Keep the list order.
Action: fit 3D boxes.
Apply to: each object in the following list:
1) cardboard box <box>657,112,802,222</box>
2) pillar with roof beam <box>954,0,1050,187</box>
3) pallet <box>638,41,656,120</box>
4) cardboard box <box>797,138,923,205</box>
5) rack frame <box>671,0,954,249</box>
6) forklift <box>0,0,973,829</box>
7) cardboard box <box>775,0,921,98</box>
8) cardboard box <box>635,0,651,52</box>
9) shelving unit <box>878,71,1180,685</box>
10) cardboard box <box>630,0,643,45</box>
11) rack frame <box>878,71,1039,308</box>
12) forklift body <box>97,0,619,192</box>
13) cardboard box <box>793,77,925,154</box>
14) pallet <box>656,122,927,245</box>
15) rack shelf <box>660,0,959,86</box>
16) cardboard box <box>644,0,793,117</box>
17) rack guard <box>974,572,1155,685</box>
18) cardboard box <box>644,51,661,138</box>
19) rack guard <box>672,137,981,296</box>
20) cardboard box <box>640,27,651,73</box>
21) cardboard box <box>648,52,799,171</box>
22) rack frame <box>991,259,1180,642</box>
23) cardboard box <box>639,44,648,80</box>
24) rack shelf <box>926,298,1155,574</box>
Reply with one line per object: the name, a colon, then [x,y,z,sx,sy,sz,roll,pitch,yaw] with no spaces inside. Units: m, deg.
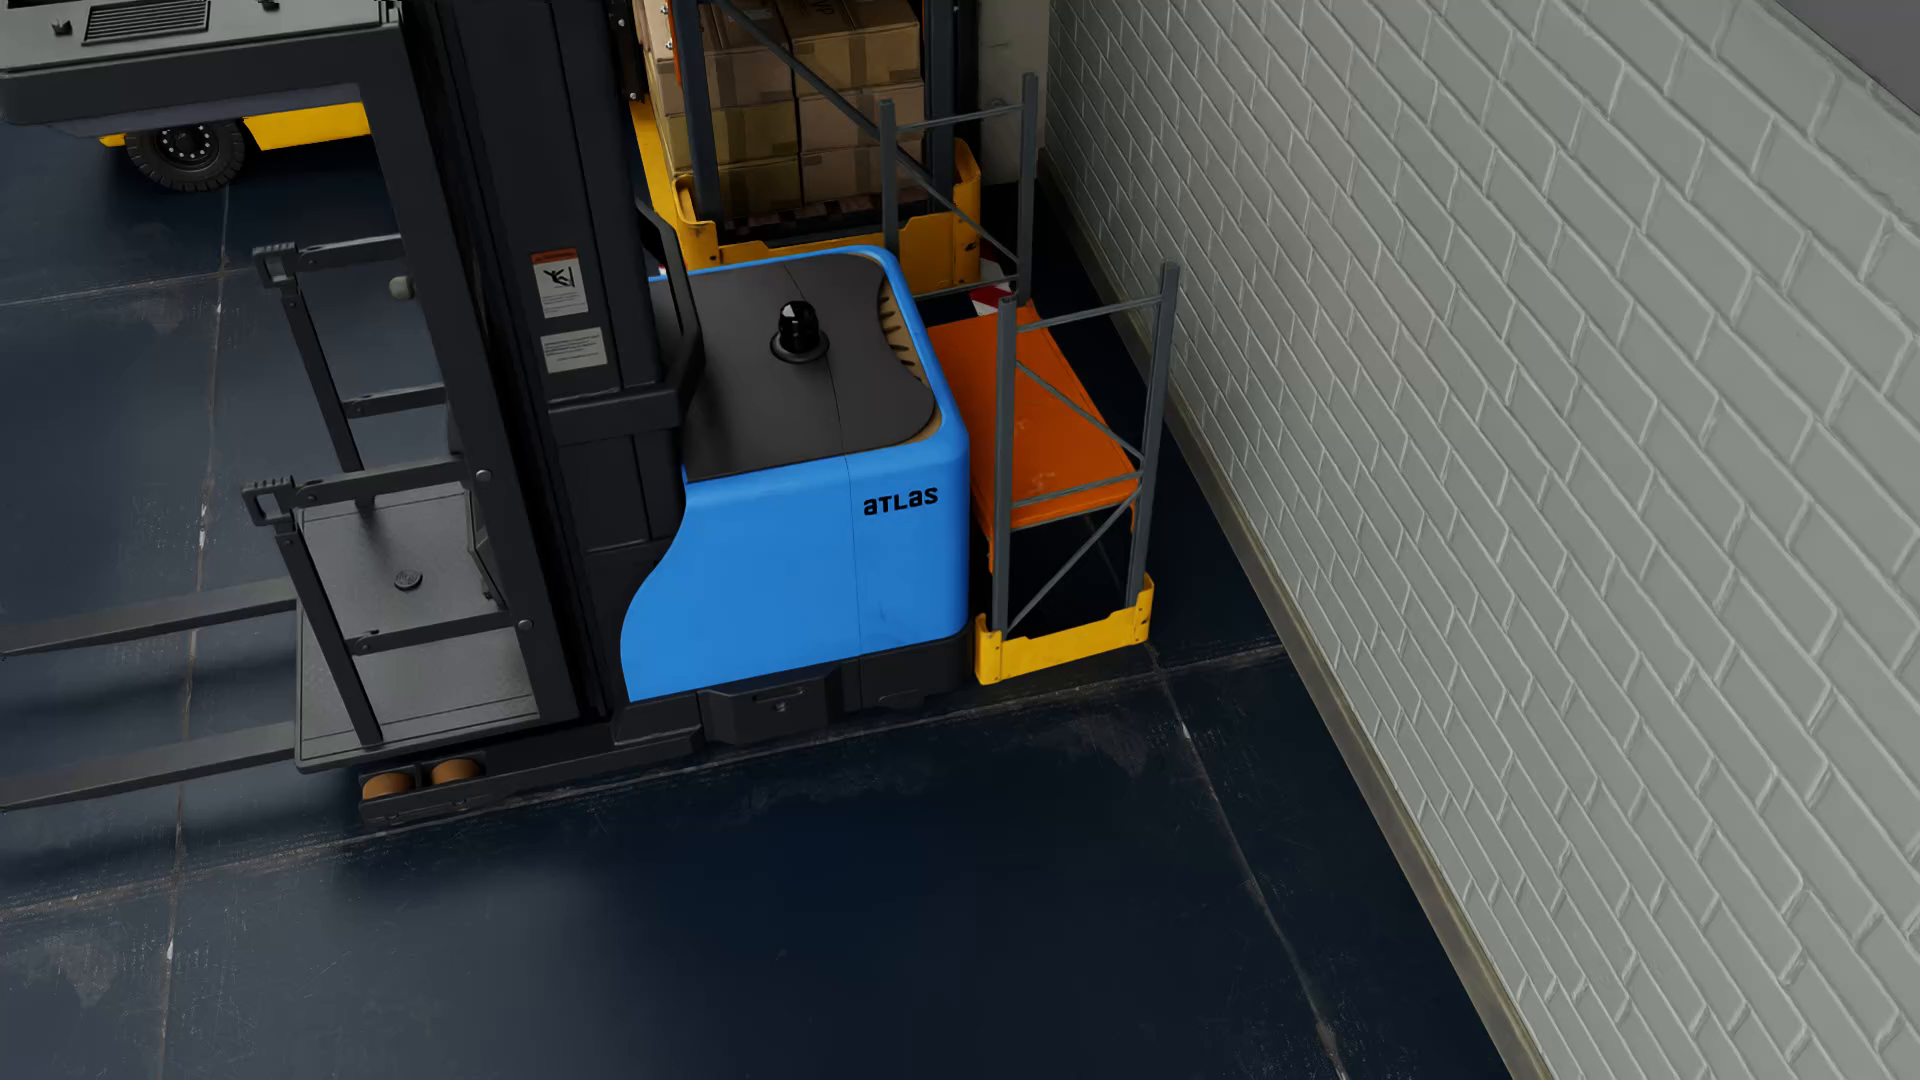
cardboard box: [-0.945,-1.562,6.811,0.500,0.250,0.500,-10,46,-10]
pillar with roof beam: [-3.988,-4.069,3.437,9.100,9.000,0.400,-11,47,-10]
pallet: [-1.065,-2.495,8.048,1.003,0.211,1.213,-11,47,-10]
cardboard box: [-0.456,-1.670,6.917,0.500,0.250,0.500,-11,47,-10]
rack frame: [-0.520,-2.110,5.718,1.000,3.000,0.127,-11,47,-10]
forklift: [-1.534,-0.602,4.288,3.031,2.935,1.130,-11,47,-11]
cardboard box: [-0.460,-2.011,6.552,0.500,0.250,0.500,-11,47,-11]
cardboard box: [-1.076,-2.257,6.793,0.500,0.250,0.500,-10,46,-10]
shelving unit: [0.164,-0.492,5.182,0.587,1.500,1.083,-14,47,-14]
cardboard box: [-1.217,-2.450,7.332,0.500,0.250,0.500,-12,47,-11]
rack frame: [-0.003,-0.828,5.511,0.500,1.500,0.032,-14,47,-14]
forklift body: [-2.769,-2.789,6.977,2.313,2.155,1.214,-11,47,-10]
cardboard box: [-0.439,-1.833,6.727,0.500,0.250,0.500,-10,46,-10]
pallet: [-0.756,-1.655,7.224,1.003,0.211,1.213,-11,47,-10]
rack shelf: [-1.032,-3.239,7.328,1.077,0.370,4.000,-11,47,-10]
cardboard box: [-0.939,-1.906,6.449,0.500,0.250,0.500,-9,46,-9]
rack guard: [0.330,0.281,5.300,0.587,0.250,0.087,-14,47,-14]
cardboard box: [-1.064,-1.907,7.149,0.500,0.250,0.500,-11,47,-10]
rack guard: [-0.514,-1.219,6.594,1.175,0.500,0.348,-11,47,-10]
cardboard box: [-1.065,-2.097,6.986,0.500,0.250,0.500,-11,47,-11]
cardboard box: [-0.947,-1.749,6.645,0.500,0.250,0.500,-11,47,-11]
rack frame: [0.337,-0.144,4.841,0.500,1.500,0.032,-14,47,-14]
cardboard box: [-1.183,-2.254,7.490,0.500,0.250,0.500,-10,46,-10]
rack shelf: [0.167,-0.360,5.305,0.538,0.185,1.000,-14,47,-14]
